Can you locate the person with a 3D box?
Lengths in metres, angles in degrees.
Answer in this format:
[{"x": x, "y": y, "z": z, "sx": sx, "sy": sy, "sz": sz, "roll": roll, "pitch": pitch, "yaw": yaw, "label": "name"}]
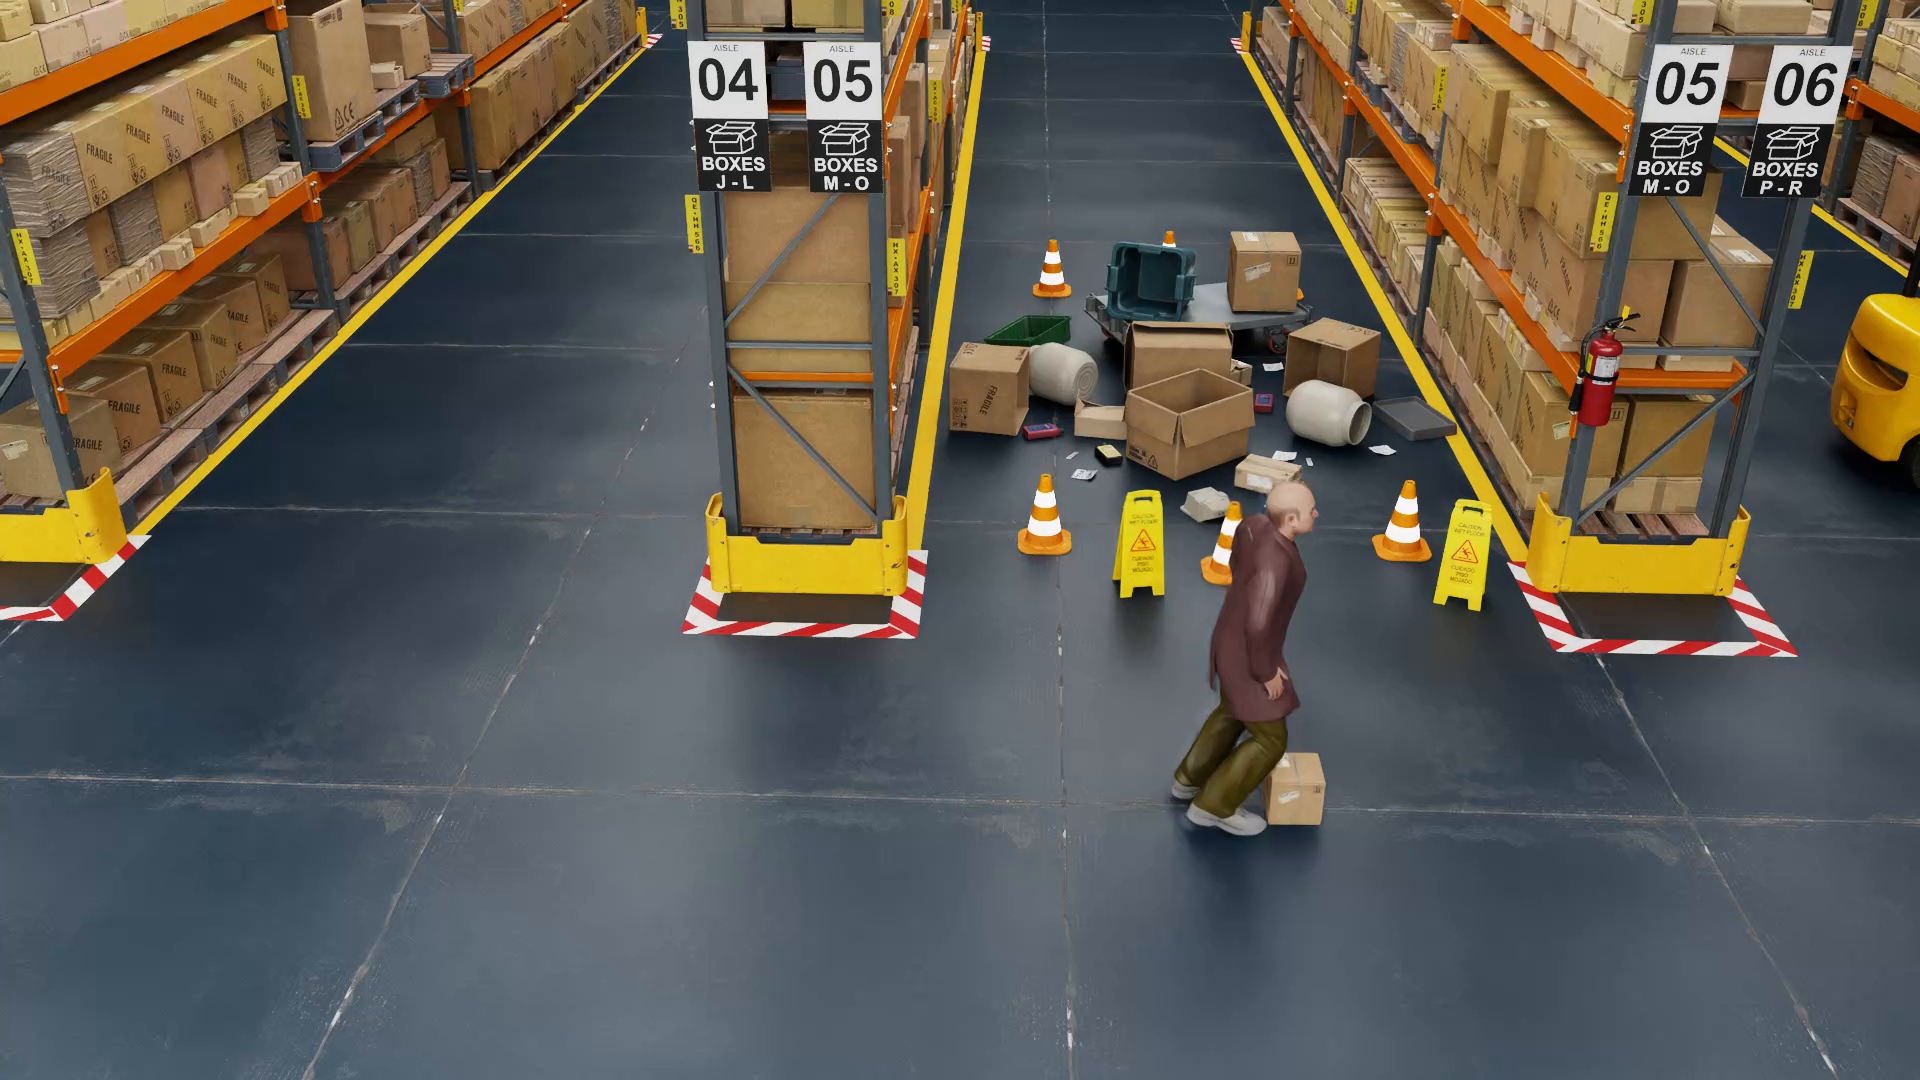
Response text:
[{"x": 1.302, "y": 0.609, "z": 7.718, "sx": 0.527, "sy": 1.538, "sz": 0.729, "roll": -1, "pitch": 28, "yaw": -1, "label": "person"}]
